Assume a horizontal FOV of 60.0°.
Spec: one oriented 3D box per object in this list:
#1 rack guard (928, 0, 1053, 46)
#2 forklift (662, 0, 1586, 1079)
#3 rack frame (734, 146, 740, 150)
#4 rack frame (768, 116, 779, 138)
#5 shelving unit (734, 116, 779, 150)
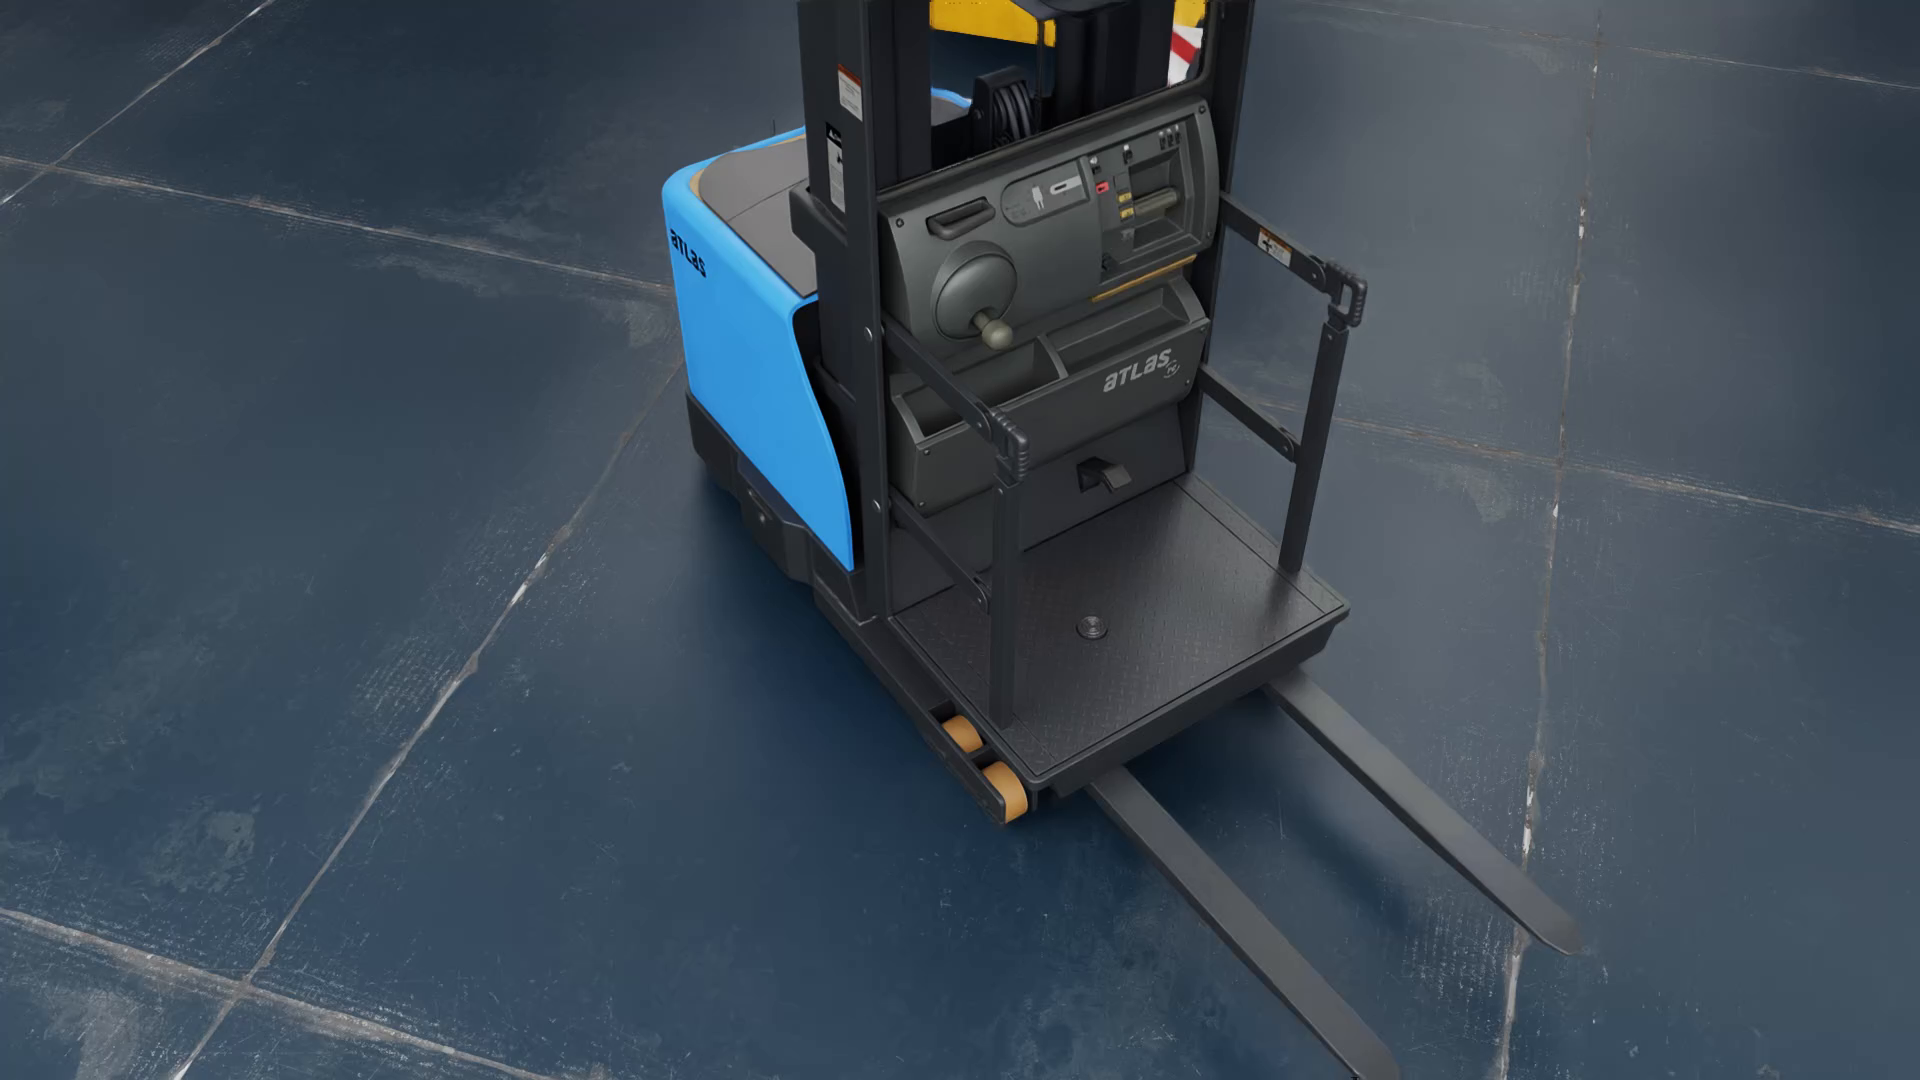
[{"bbox_3d":[0.365,-2.543,7.492,1.175,0.500,0.348,13,46,13],"label":"rack guard"},{"bbox_3d":[0.363,-0.673,3.842,1.130,2.935,3.031,-25,50,-24],"label":"forklift"},{"bbox_3d":[-0.604,-0.879,5.505,0.240,0.900,0.006,20,48,19],"label":"rack frame"},{"bbox_3d":[-0.510,-1.005,5.634,0.240,0.900,0.006,20,48,19],"label":"rack frame"},{"bbox_3d":[-0.557,-0.942,5.569,0.258,0.900,0.210,20,48,19],"label":"shelving unit"}]
